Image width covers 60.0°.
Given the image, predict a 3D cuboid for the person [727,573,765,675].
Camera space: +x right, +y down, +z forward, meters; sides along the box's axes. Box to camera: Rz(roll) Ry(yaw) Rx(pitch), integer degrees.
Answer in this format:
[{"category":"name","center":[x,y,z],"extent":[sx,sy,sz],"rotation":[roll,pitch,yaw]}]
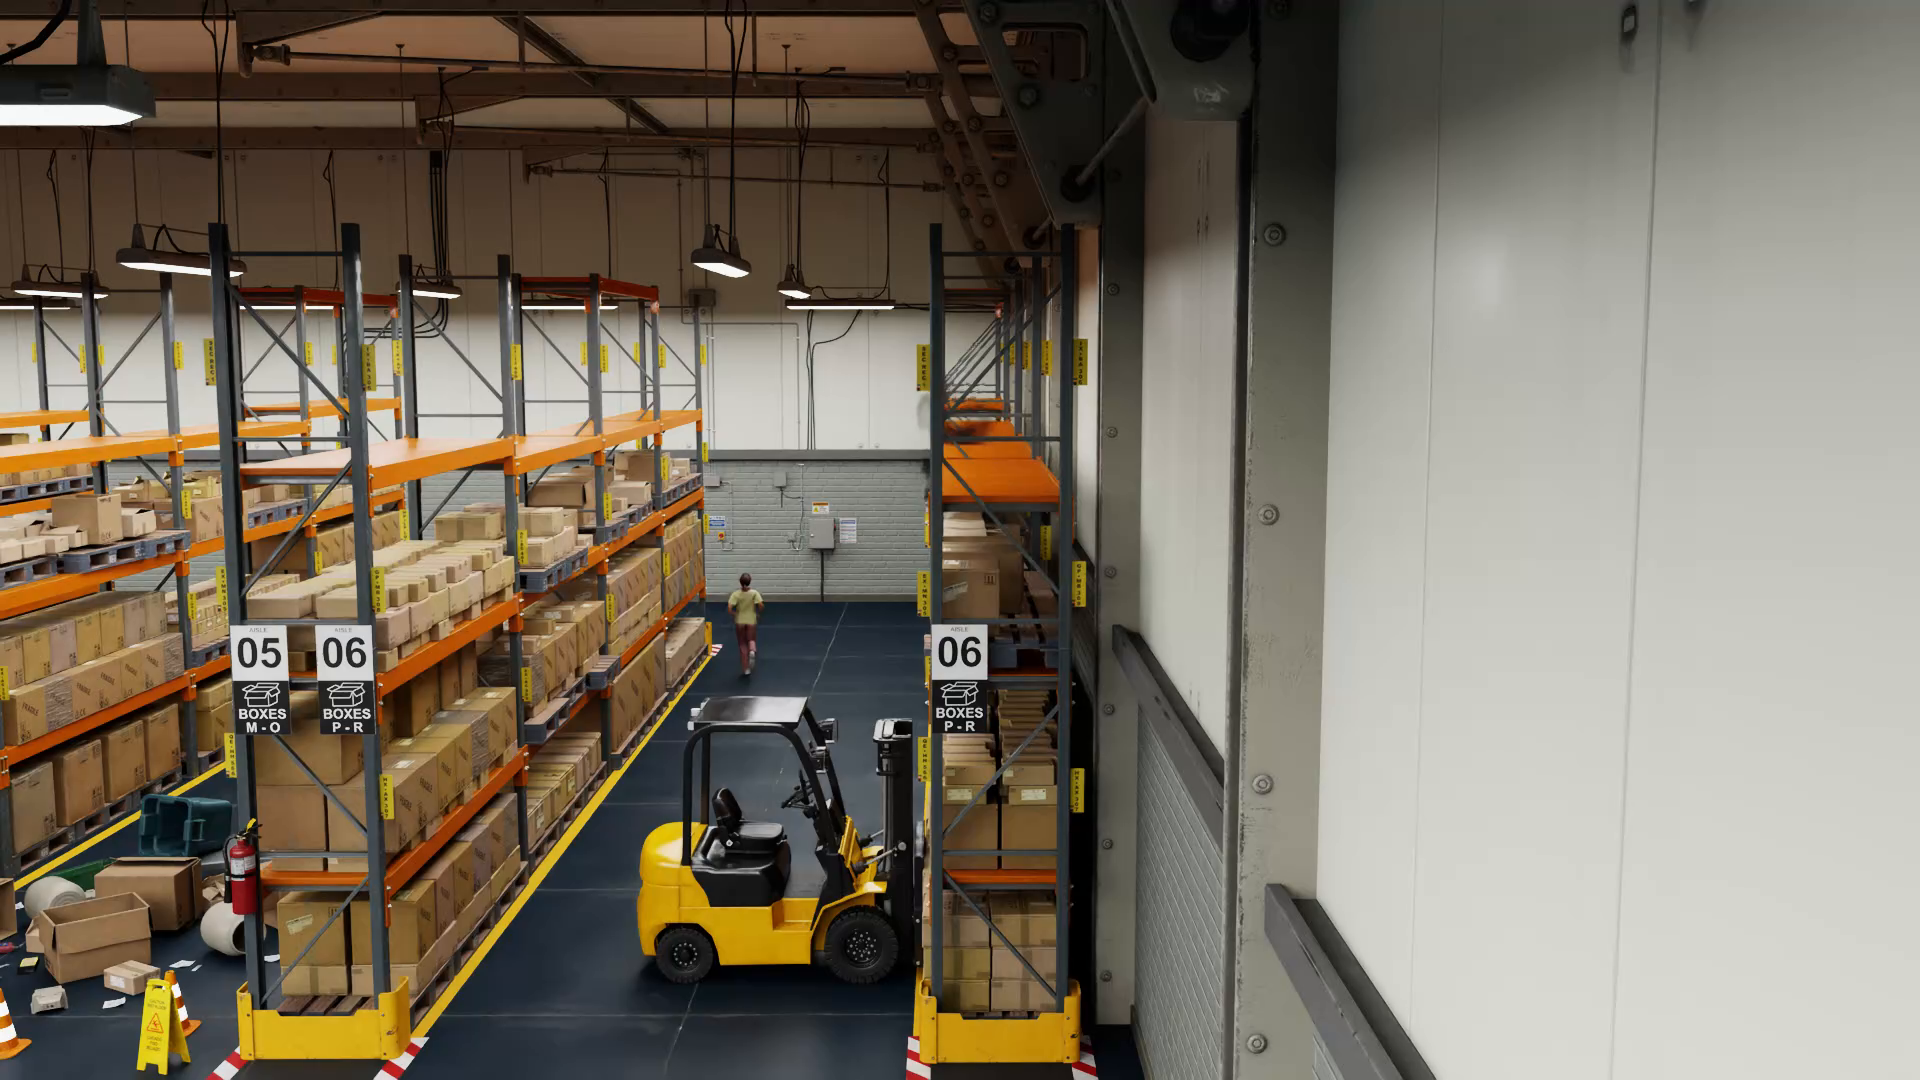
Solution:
[{"category":"person","center":[-3.360,1.333,26.101],"extent":[0.581,1.608,0.565],"rotation":[-1,7,-9]}]
